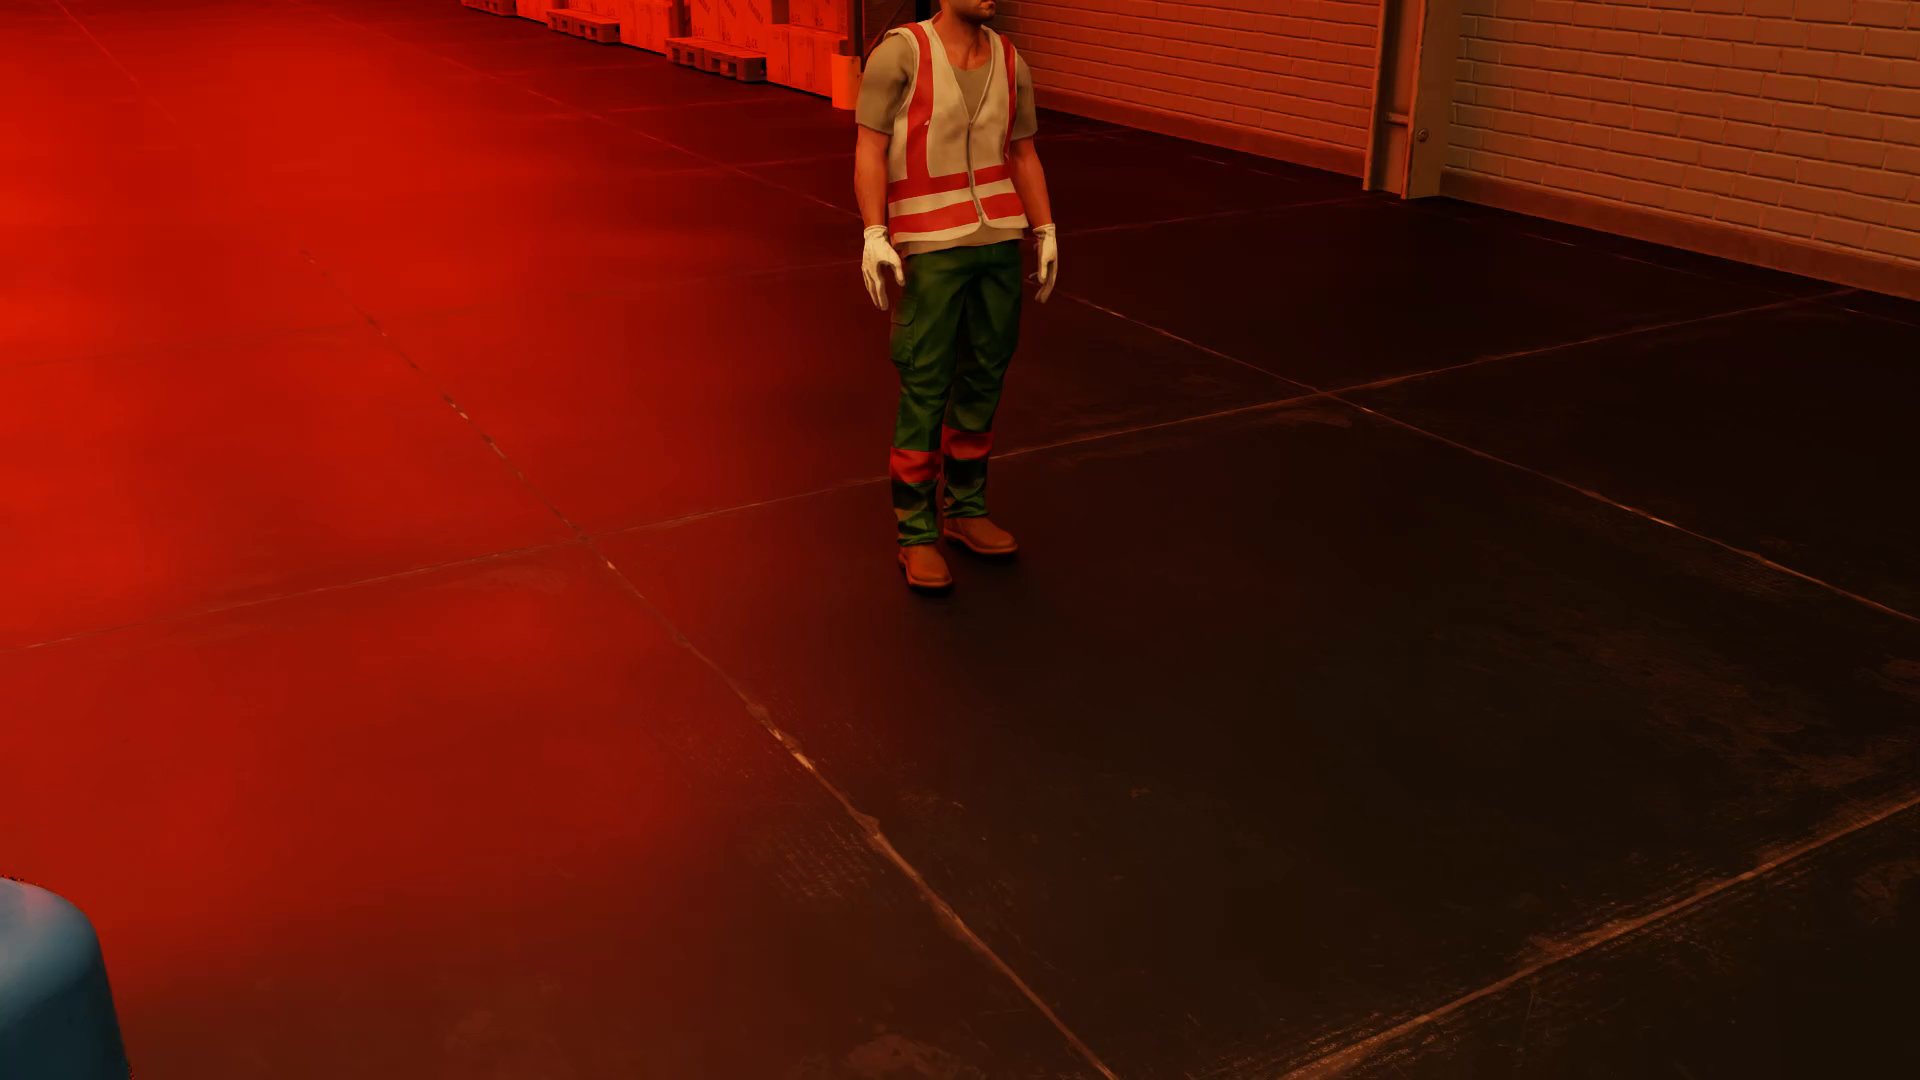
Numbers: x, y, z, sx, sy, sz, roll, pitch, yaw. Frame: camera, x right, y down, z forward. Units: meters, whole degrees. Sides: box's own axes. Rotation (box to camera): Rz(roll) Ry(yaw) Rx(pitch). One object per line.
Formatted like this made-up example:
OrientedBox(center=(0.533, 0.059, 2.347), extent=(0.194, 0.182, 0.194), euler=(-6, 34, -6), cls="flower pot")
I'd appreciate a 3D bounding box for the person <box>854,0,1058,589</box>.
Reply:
OrientedBox(center=(0.029, -0.806, 4.722), extent=(0.637, 1.787, 0.564), euler=(-12, 25, -28), cls="person")
